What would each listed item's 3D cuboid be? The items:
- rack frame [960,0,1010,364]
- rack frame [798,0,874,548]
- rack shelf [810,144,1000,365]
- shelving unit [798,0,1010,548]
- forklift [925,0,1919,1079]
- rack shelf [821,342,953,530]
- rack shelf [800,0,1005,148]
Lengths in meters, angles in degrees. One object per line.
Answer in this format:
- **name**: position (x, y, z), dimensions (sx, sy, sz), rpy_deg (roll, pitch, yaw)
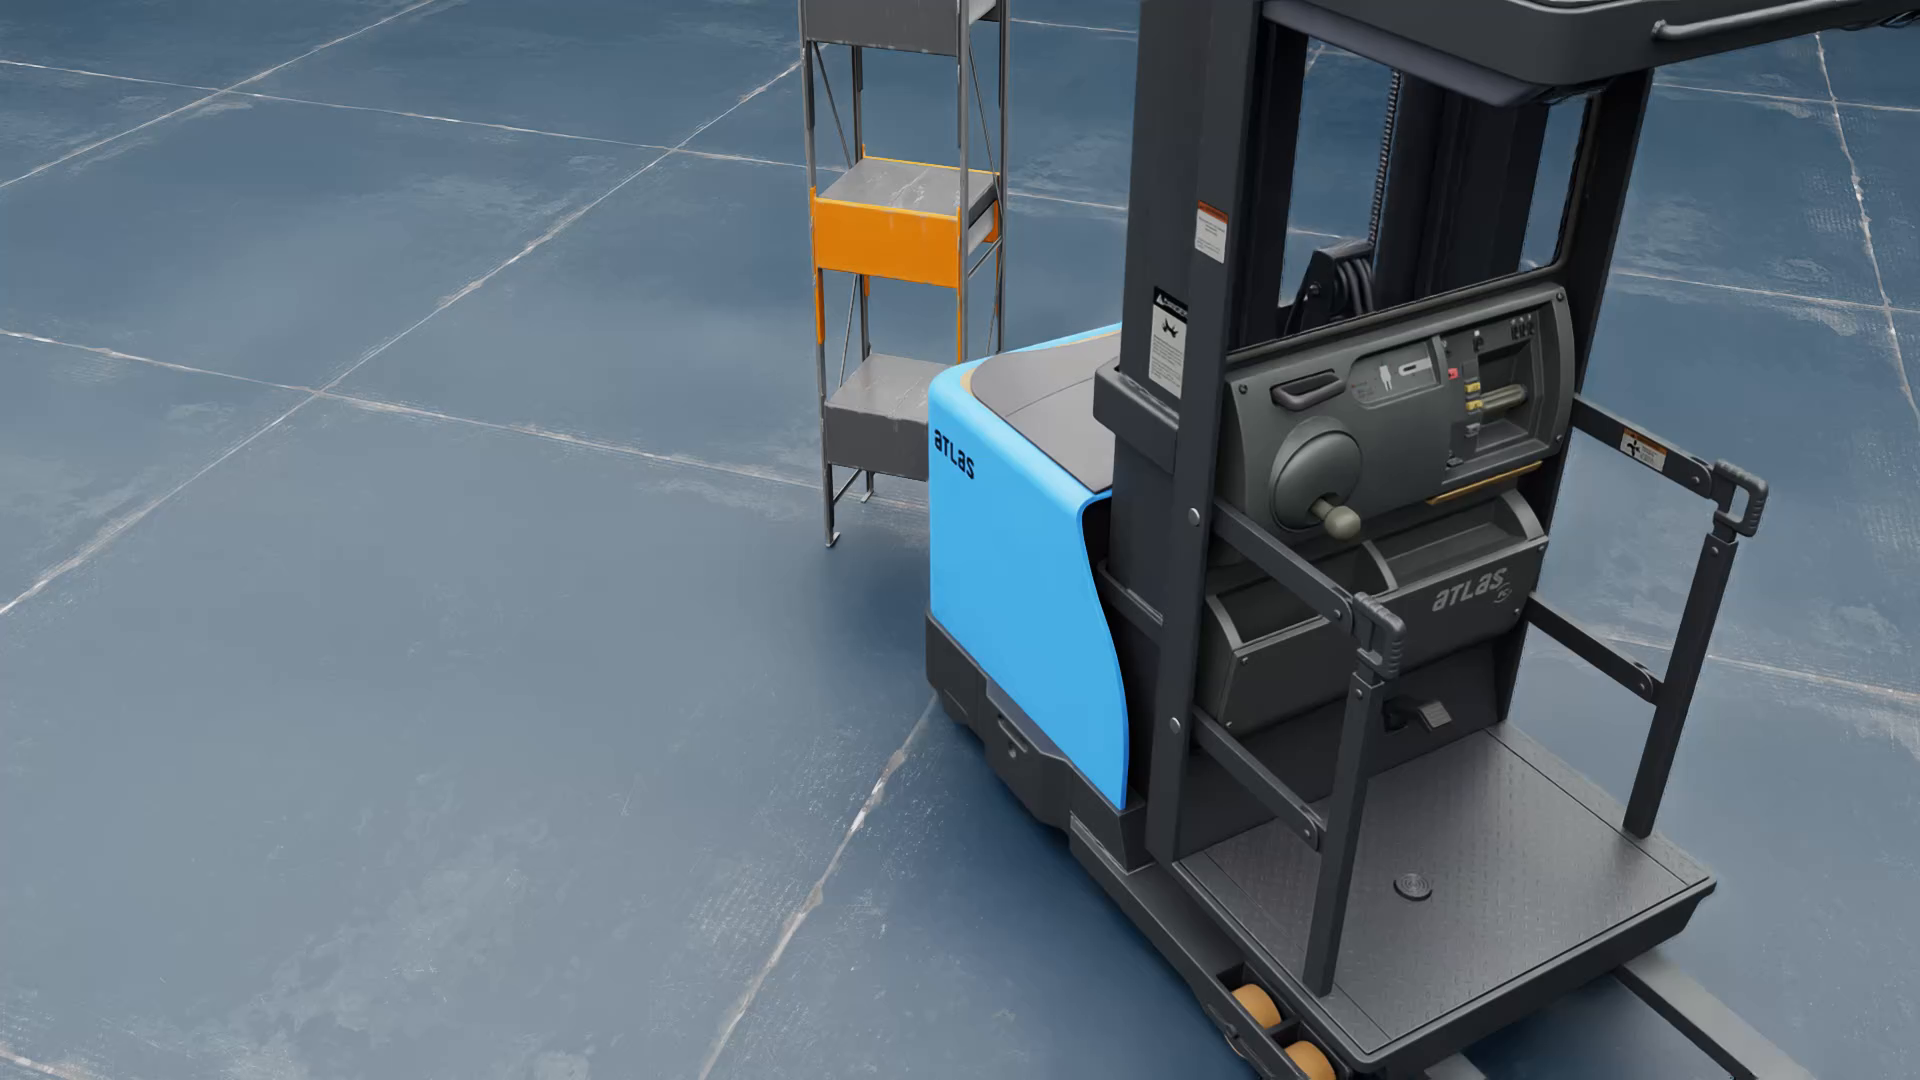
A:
- **rack frame**: position (0.074, -0.868, 5.158), dimensions (0.015, 2.100, 0.400), rpy_deg (11, 34, 16)
- **rack frame**: position (-0.386, -0.957, 5.297), dimensions (0.015, 2.100, 0.400), rpy_deg (11, 34, 16)
- **rack shelf**: position (-0.156, -0.901, 5.235), dimensions (0.480, 0.518, 0.431), rpy_deg (11, 34, 16)
- **shelving unit**: position (-0.156, -0.912, 5.227), dimensions (0.503, 2.100, 0.431), rpy_deg (11, 34, 16)
- **forklift**: position (1.066, -0.220, 3.389), dimensions (1.130, 2.935, 3.031), rpy_deg (-17, 37, -25)
- **rack shelf**: position (-0.156, -0.313, 5.614), dimensions (0.480, 0.518, 0.431), rpy_deg (11, 34, 16)
- **rack shelf**: position (-0.156, -1.489, 4.855), dimensions (0.480, 0.518, 0.431), rpy_deg (11, 34, 16)
